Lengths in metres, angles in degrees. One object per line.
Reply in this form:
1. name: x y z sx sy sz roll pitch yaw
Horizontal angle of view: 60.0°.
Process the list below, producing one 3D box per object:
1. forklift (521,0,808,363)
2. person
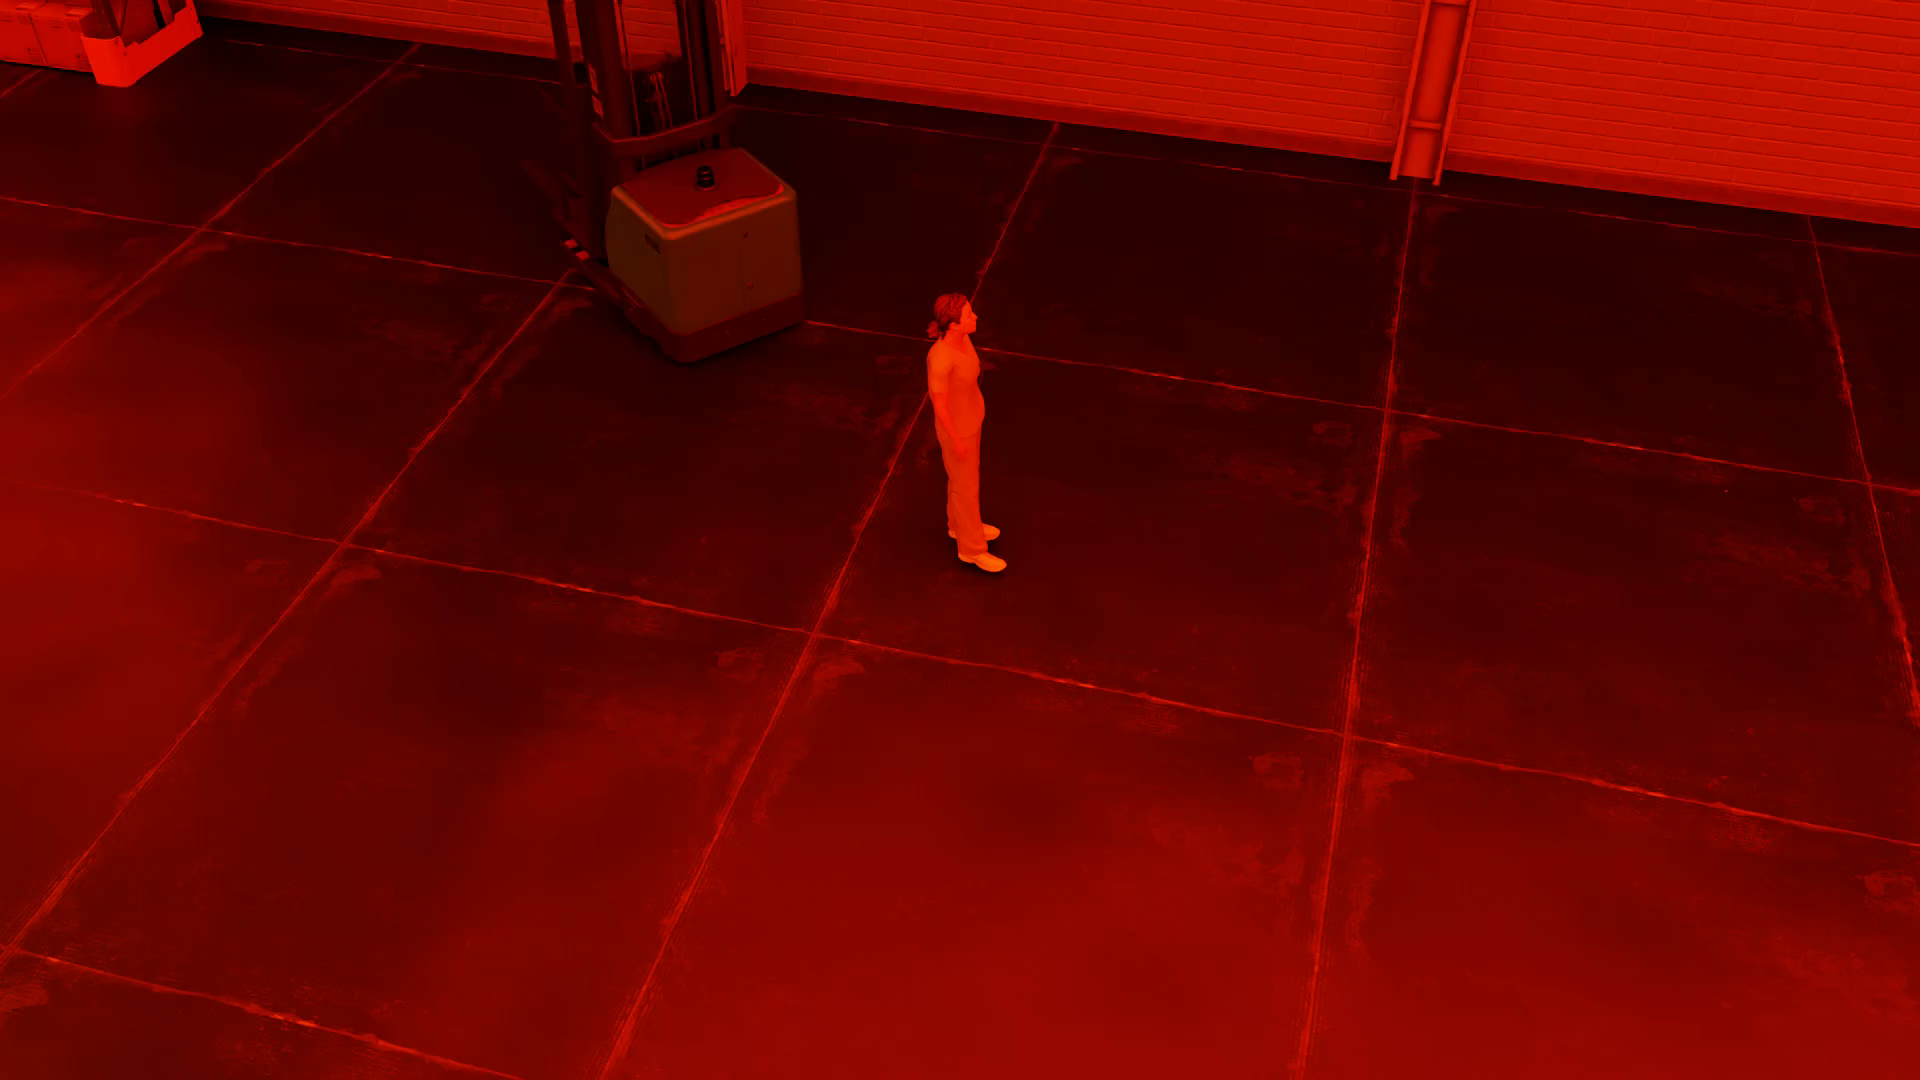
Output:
1. forklift: -2.336 -3.242 11.560 1.130 2.935 3.031 -25 47 -26
2. person: 0.068 -0.607 9.511 0.547 1.571 0.550 10 42 11
